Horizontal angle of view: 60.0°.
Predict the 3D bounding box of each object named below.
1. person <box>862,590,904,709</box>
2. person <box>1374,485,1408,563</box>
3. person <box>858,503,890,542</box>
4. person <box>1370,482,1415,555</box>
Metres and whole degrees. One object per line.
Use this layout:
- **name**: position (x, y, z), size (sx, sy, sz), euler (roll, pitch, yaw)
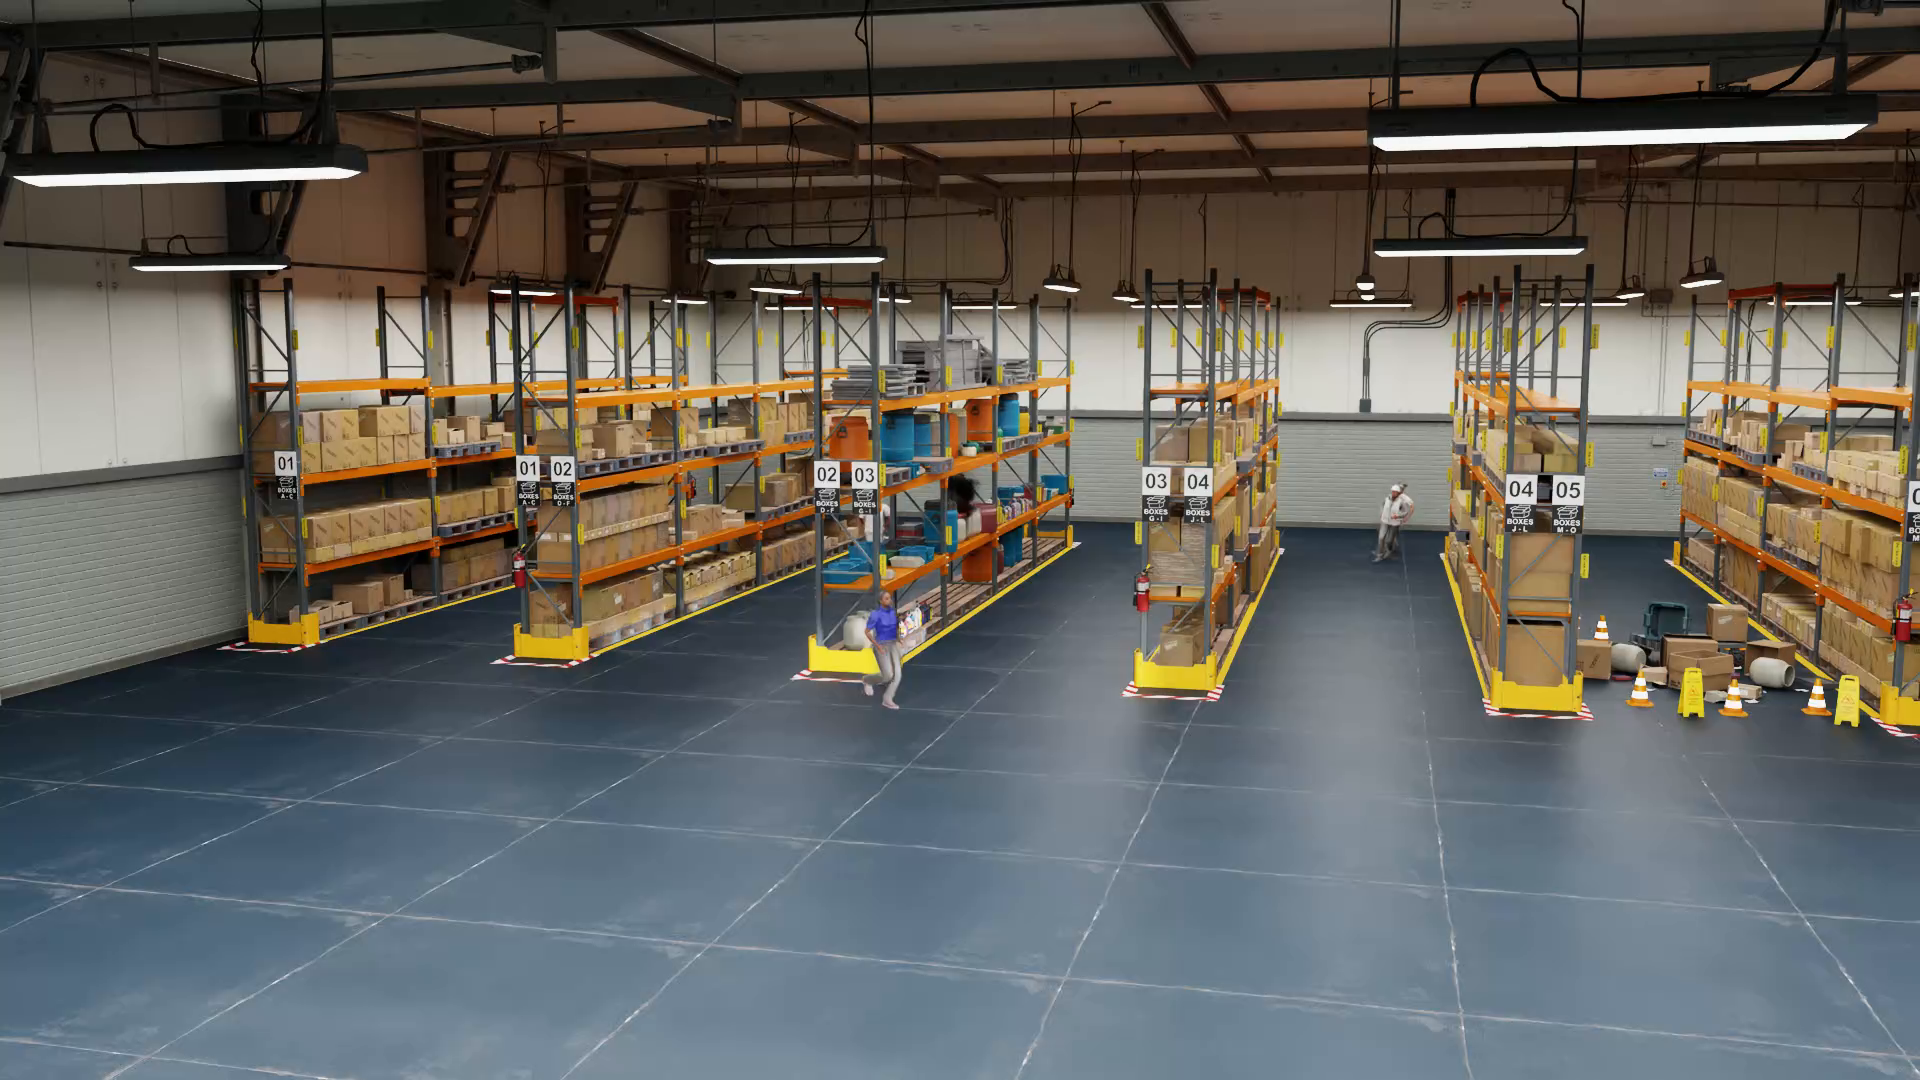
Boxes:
- **person**: position (-1.056, 1.490, 22.773), size (0.592, 1.619, 0.585), euler (6, 9, 42)
- **person**: position (9.811, -0.383, 37.685), size (0.684, 1.735, 0.920), euler (4, 8, 27)
- **person**: position (-1.754, -0.154, 34.005), size (0.692, 1.752, 0.567), euler (1, 7, 6)
- **person**: position (10.059, -0.517, 38.850), size (0.942, 1.707, 0.752), euler (-3, 8, -26)
